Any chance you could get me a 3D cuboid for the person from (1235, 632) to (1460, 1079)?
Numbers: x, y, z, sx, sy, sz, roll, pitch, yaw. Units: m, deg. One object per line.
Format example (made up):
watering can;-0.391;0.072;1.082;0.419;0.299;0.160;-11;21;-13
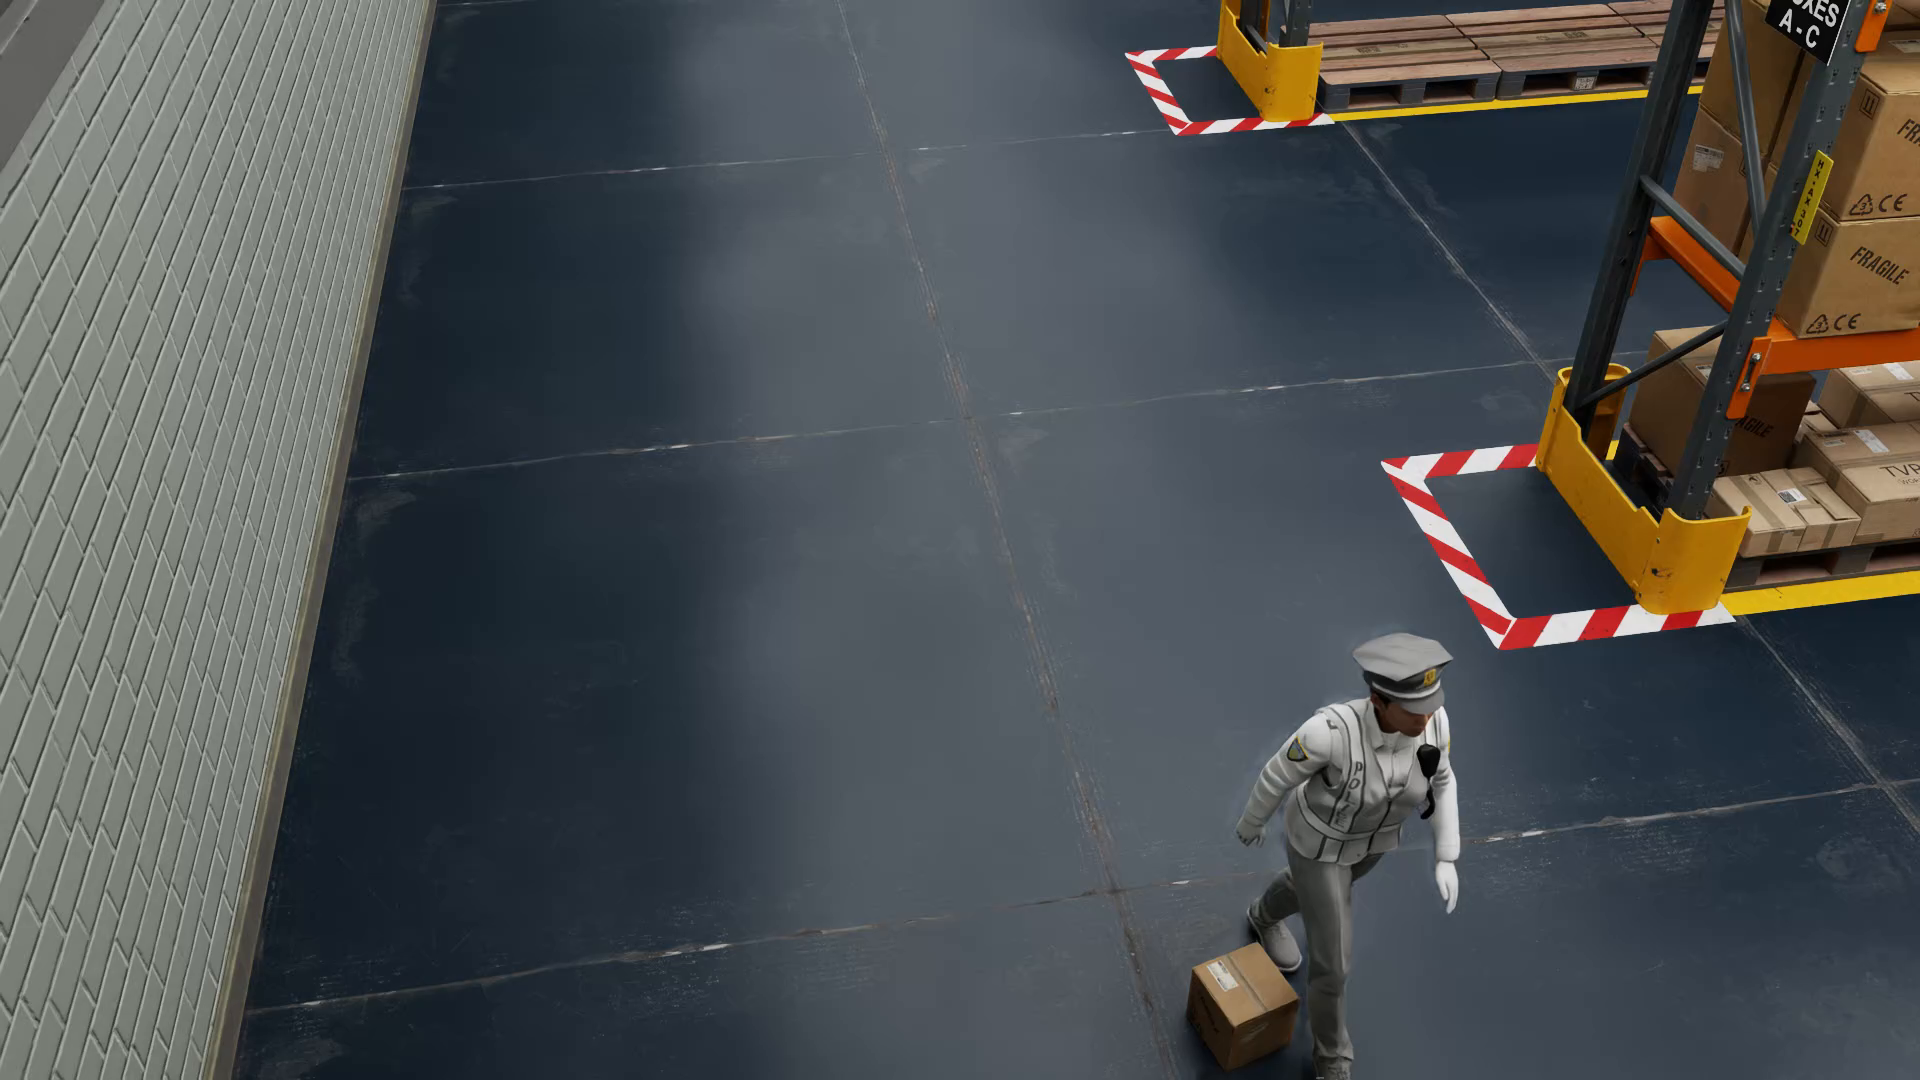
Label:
person;1.199;0.930;5.016;0.563;1.670;0.852;-15;41;-18
